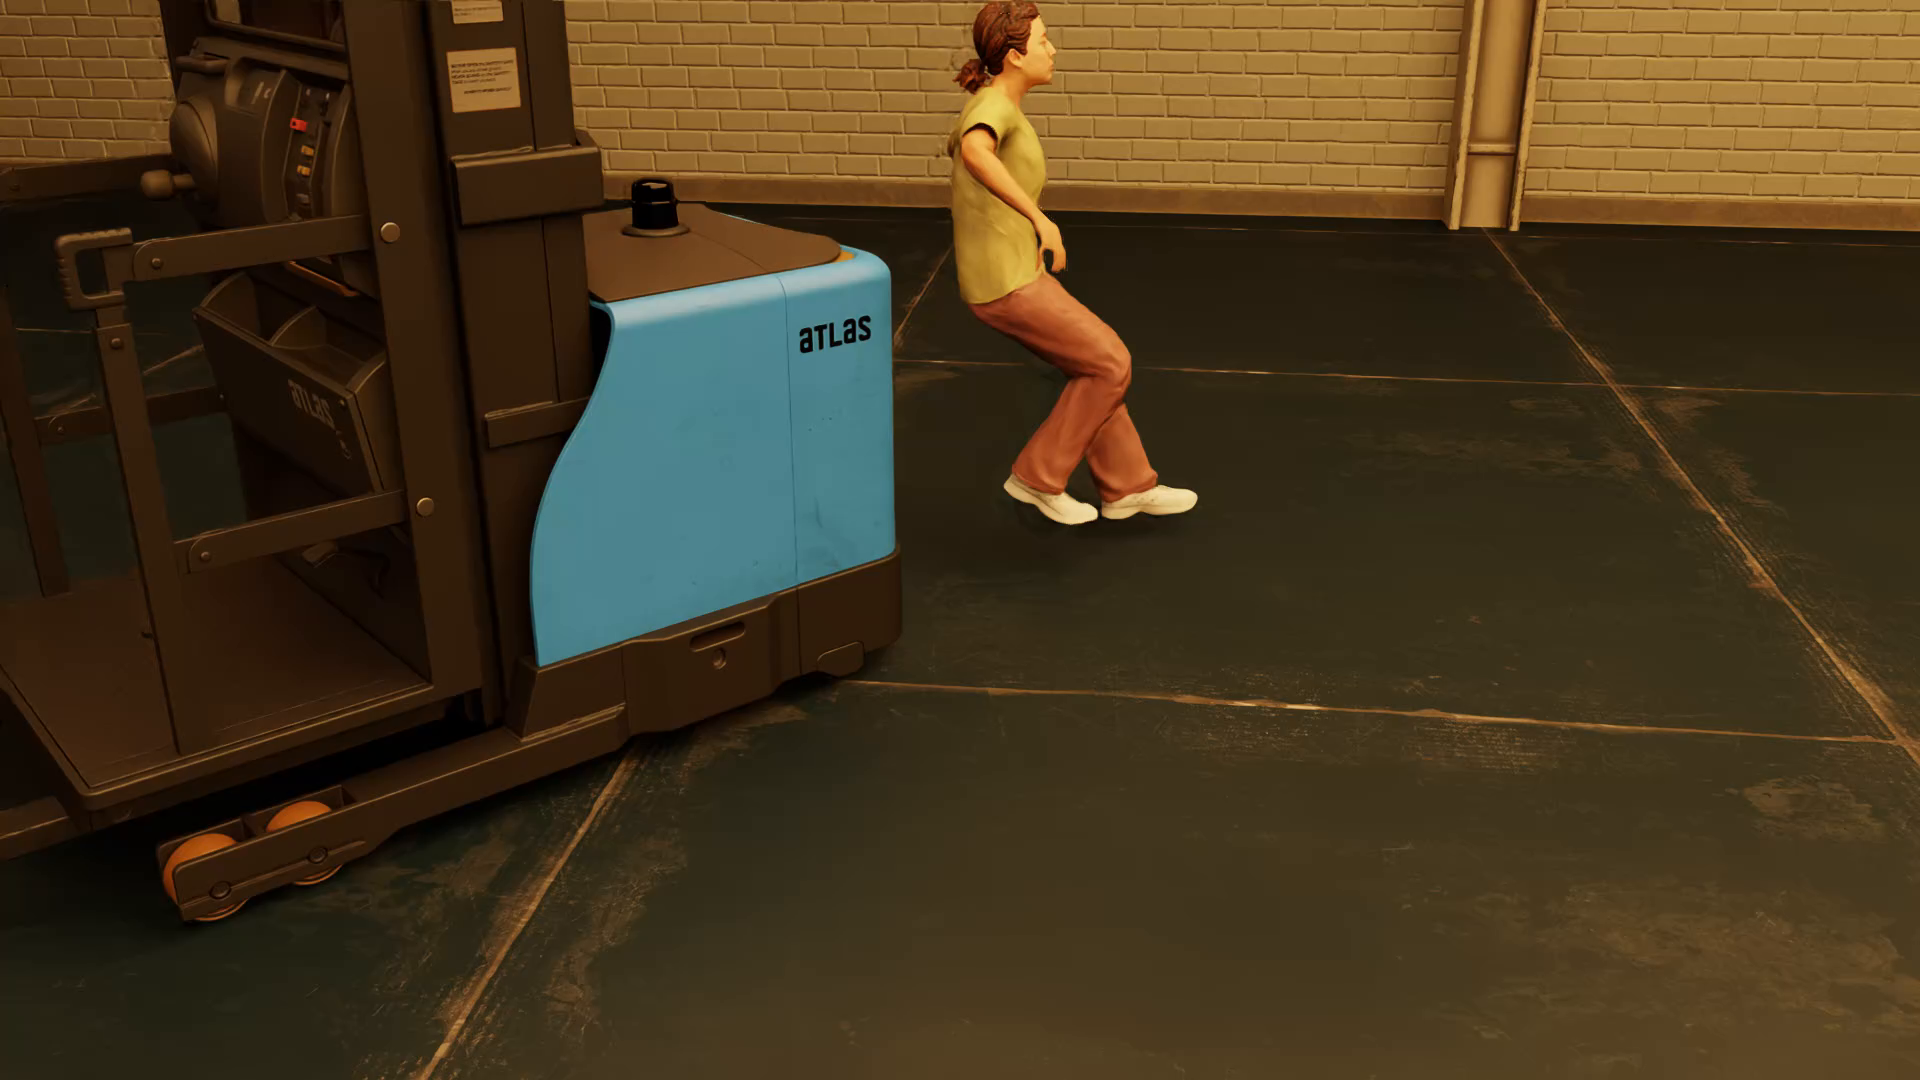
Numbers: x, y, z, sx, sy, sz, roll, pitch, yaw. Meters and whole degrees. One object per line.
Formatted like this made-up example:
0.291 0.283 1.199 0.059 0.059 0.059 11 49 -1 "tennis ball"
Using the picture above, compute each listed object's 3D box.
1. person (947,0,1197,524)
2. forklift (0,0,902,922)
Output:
0.343 -0.775 4.906 0.803 1.564 0.904 1 22 3 "person"
-1.600 -0.826 3.304 3.031 2.935 1.130 -18 28 -37 "forklift"
